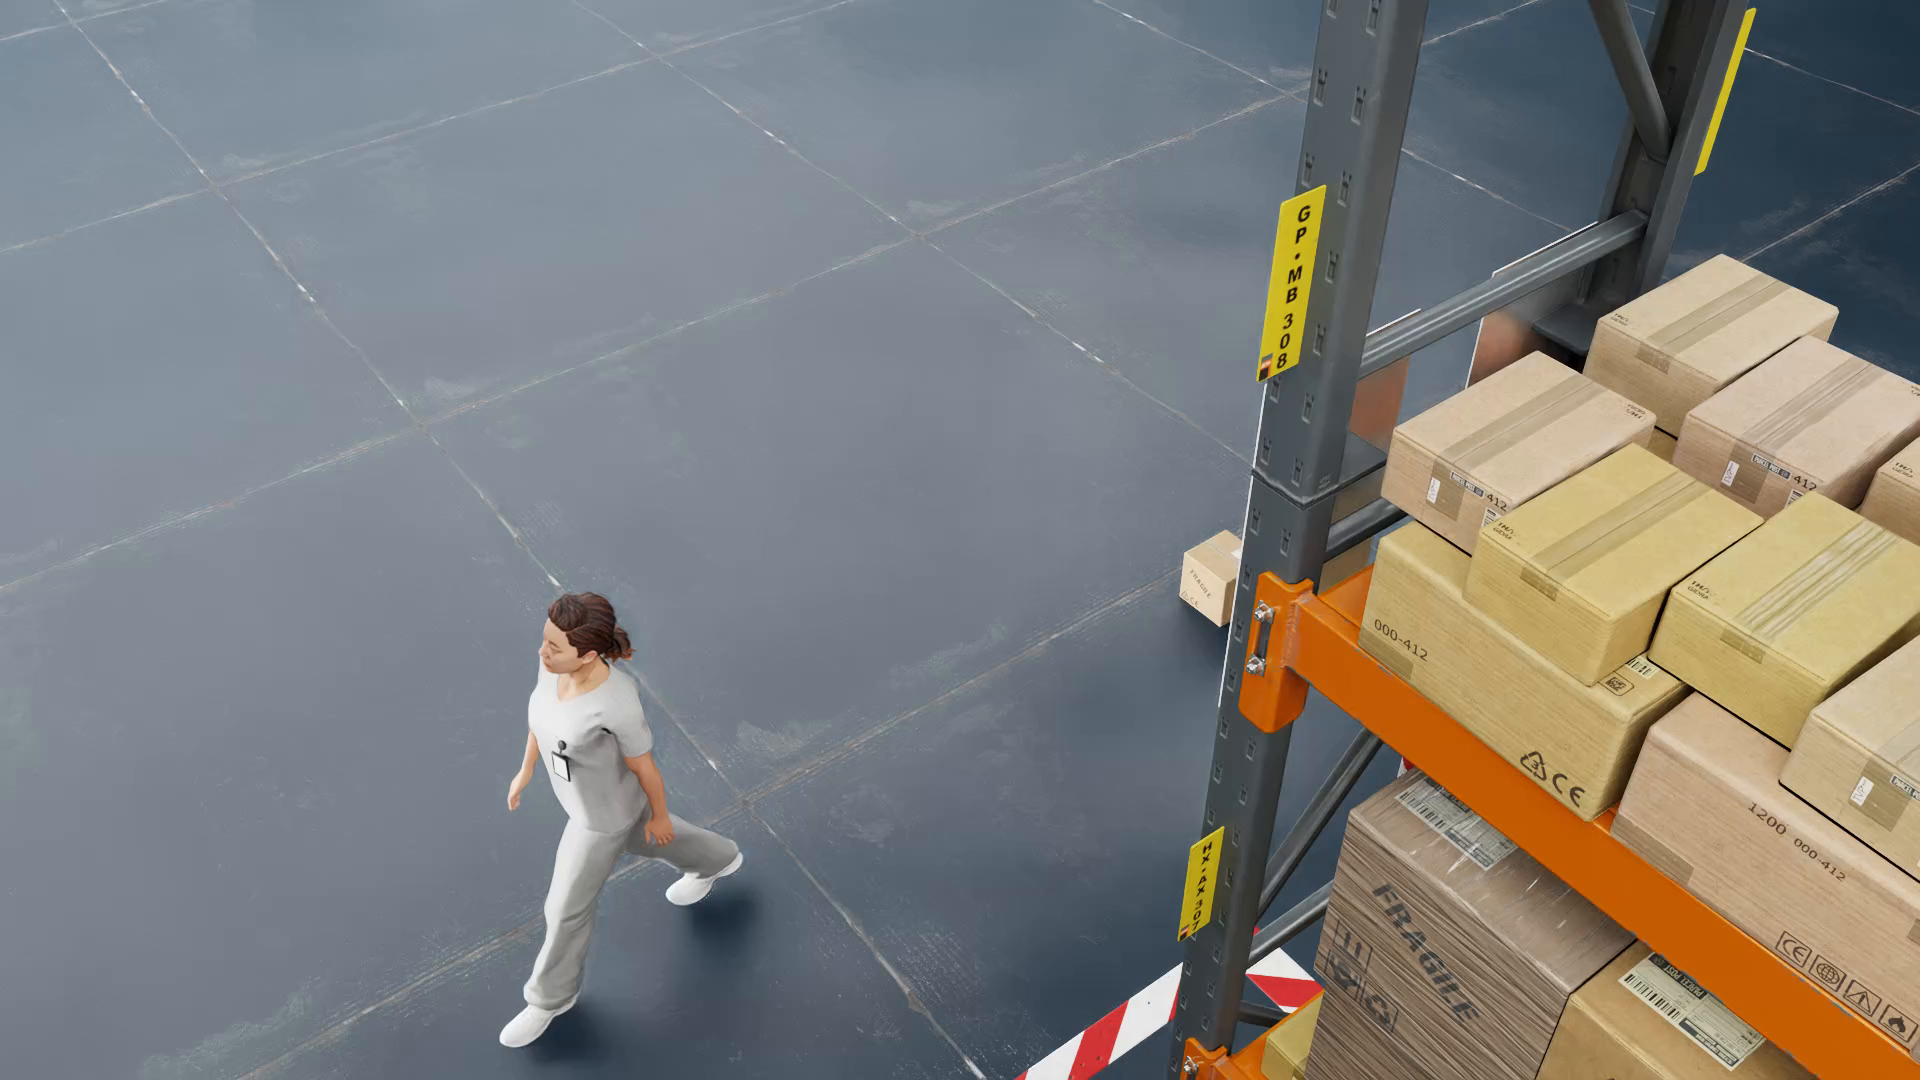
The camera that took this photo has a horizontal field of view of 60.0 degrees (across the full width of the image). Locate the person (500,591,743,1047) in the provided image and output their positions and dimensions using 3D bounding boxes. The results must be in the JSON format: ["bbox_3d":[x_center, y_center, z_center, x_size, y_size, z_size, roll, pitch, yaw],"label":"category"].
[{"bbox_3d":[-1.162,0.798,5.224,1.020,1.622,0.460,-28,48,-28],"label":"person"}]
